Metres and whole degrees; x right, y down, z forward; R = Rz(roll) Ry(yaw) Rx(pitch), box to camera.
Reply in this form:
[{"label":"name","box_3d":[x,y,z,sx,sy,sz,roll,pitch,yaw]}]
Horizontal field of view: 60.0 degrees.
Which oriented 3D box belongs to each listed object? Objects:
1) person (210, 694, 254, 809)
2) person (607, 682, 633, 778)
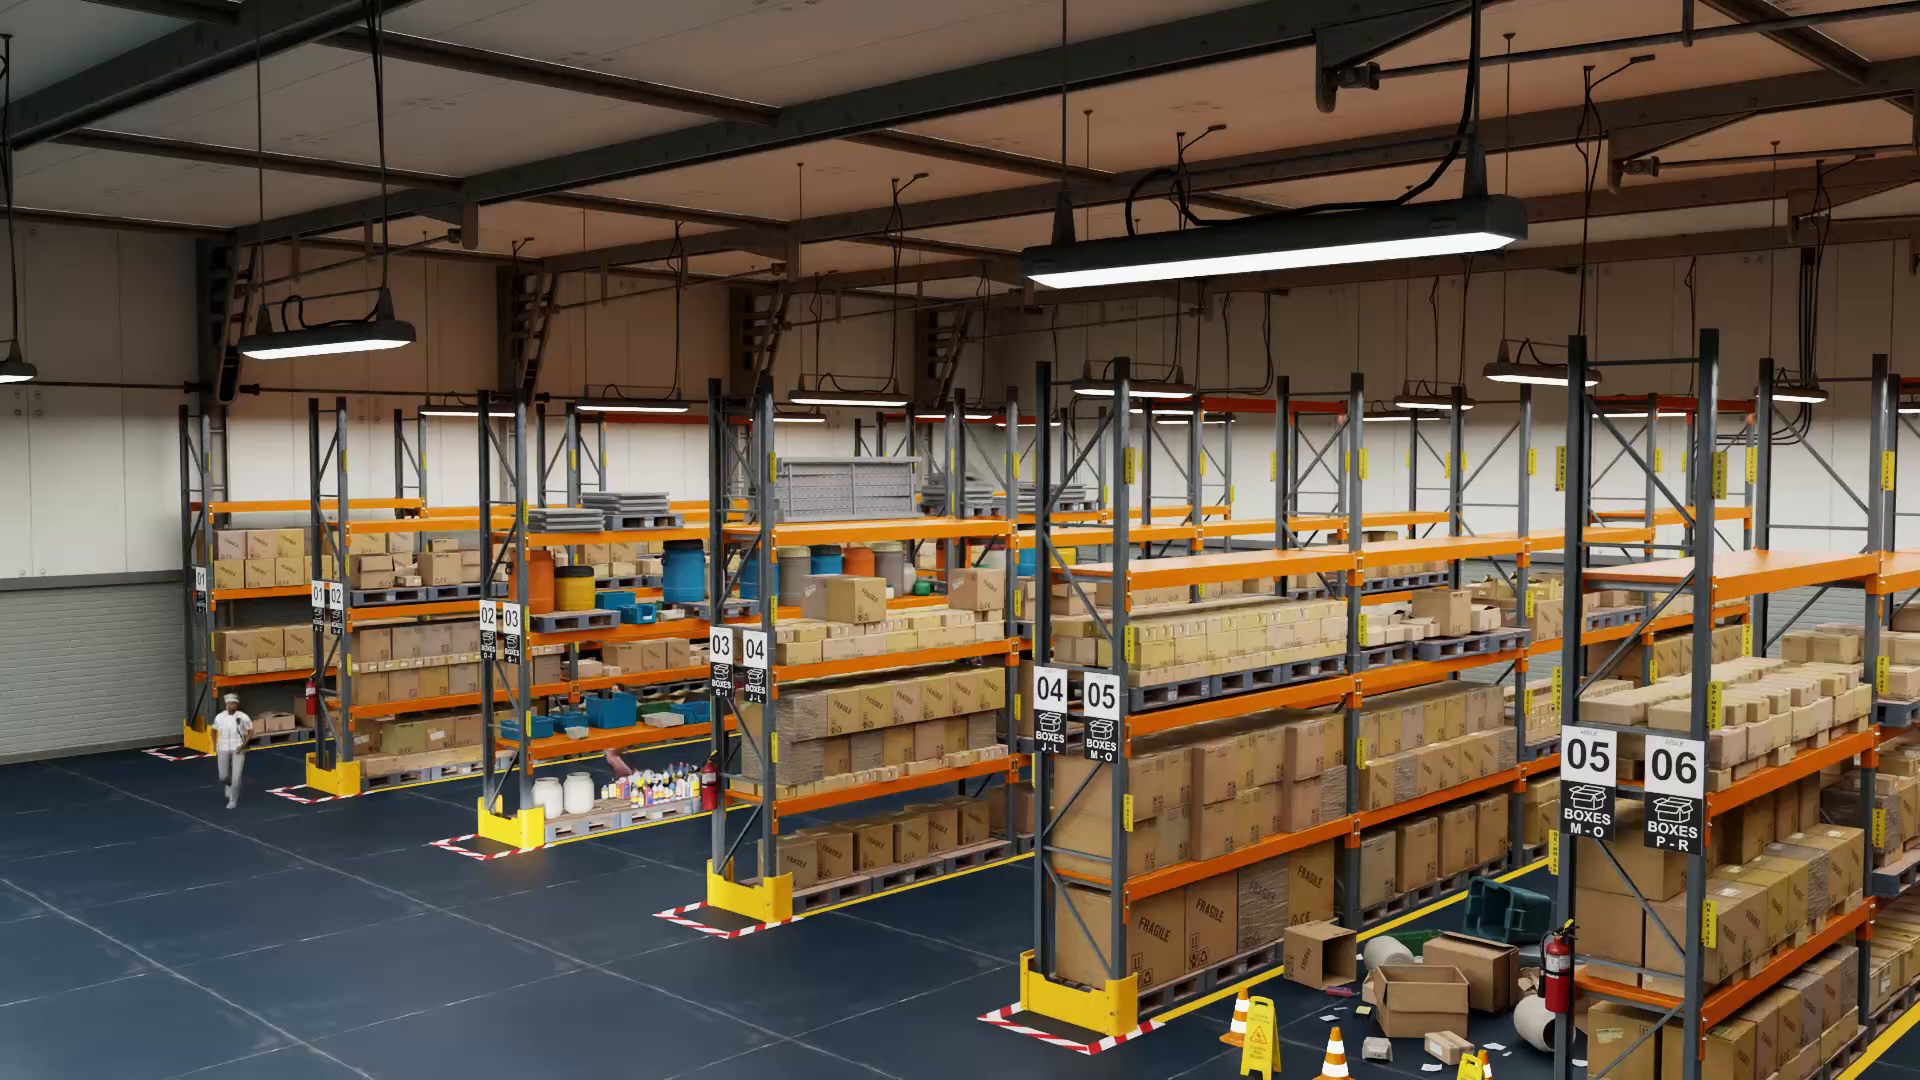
[{"label":"person","box_3d":[-10.650,3.068,24.336,0.598,1.680,0.510,-1,3,-13]},{"label":"person","box_3d":[-5.231,2.994,25.429,0.578,1.635,0.590,3,4,43]}]
